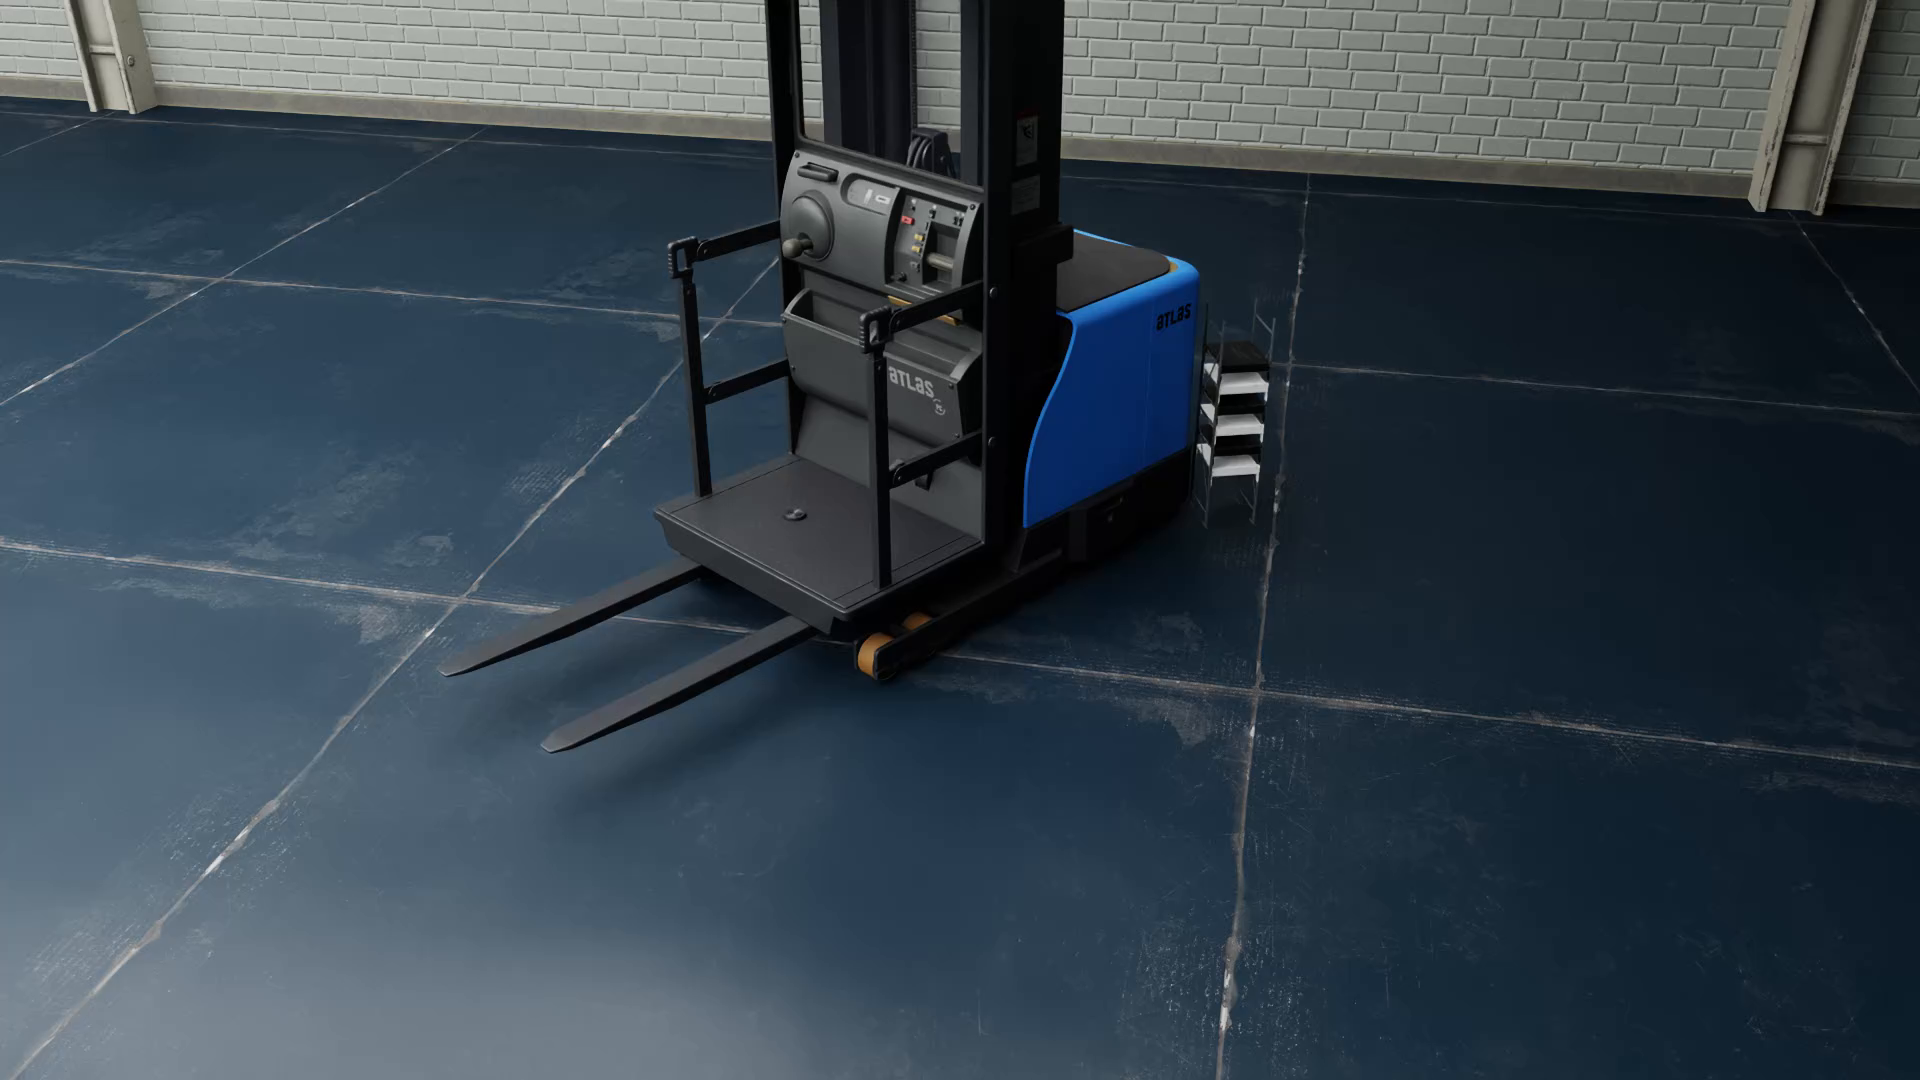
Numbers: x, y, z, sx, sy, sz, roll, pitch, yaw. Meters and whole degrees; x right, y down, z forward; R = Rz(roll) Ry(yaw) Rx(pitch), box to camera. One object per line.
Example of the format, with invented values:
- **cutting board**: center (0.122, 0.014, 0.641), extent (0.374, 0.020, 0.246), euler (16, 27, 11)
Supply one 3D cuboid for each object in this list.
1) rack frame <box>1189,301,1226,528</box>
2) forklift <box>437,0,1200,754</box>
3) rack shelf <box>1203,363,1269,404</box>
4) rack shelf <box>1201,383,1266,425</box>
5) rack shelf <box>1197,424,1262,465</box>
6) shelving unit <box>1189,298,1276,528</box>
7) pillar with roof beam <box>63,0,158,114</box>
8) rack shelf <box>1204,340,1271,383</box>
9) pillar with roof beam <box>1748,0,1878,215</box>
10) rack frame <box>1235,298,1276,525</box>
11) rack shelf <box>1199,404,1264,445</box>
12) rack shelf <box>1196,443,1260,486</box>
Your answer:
- **rack frame**: center (0.997, -0.500, 6.721), extent (0.006, 0.900, 0.240), euler (-4, 29, -8)
- **forklift**: center (-0.437, -1.071, 5.653), extent (1.130, 2.935, 3.031), euler (25, 37, 38)
- **rack shelf**: center (1.099, -0.636, 6.666), extent (0.200, 0.077, 0.258), euler (-4, 29, -8)
- **rack shelf**: center (1.098, -0.557, 6.709), extent (0.200, 0.077, 0.258), euler (-4, 29, -8)
- **rack shelf**: center (1.096, -0.398, 6.795), extent (0.200, 0.077, 0.258), euler (-4, 29, -8)
- **shelving unit**: center (1.097, -0.507, 6.736), extent (0.210, 0.900, 0.258), euler (-4, 29, -8)
- **pillar with roof beam**: center (-7.350, -5.268, 7.002), extent (0.400, 9.000, 9.100), euler (6, 29, 11)
- **rack shelf**: center (1.100, -0.715, 6.623), extent (0.200, 0.077, 0.258), euler (-4, 29, -8)
- **pillar with roof beam**: center (4.385, -4.065, 4.804), extent (0.400, 9.000, 9.100), euler (6, 29, 11)
- **rack frame**: center (1.197, -0.514, 6.751), extent (0.006, 0.900, 0.240), euler (-4, 29, -8)
- **rack shelf**: center (1.097, -0.477, 6.752), extent (0.200, 0.077, 0.258), euler (-4, 29, -8)
- **rack shelf**: center (1.095, -0.319, 6.838), extent (0.200, 0.077, 0.258), euler (-4, 29, -8)
